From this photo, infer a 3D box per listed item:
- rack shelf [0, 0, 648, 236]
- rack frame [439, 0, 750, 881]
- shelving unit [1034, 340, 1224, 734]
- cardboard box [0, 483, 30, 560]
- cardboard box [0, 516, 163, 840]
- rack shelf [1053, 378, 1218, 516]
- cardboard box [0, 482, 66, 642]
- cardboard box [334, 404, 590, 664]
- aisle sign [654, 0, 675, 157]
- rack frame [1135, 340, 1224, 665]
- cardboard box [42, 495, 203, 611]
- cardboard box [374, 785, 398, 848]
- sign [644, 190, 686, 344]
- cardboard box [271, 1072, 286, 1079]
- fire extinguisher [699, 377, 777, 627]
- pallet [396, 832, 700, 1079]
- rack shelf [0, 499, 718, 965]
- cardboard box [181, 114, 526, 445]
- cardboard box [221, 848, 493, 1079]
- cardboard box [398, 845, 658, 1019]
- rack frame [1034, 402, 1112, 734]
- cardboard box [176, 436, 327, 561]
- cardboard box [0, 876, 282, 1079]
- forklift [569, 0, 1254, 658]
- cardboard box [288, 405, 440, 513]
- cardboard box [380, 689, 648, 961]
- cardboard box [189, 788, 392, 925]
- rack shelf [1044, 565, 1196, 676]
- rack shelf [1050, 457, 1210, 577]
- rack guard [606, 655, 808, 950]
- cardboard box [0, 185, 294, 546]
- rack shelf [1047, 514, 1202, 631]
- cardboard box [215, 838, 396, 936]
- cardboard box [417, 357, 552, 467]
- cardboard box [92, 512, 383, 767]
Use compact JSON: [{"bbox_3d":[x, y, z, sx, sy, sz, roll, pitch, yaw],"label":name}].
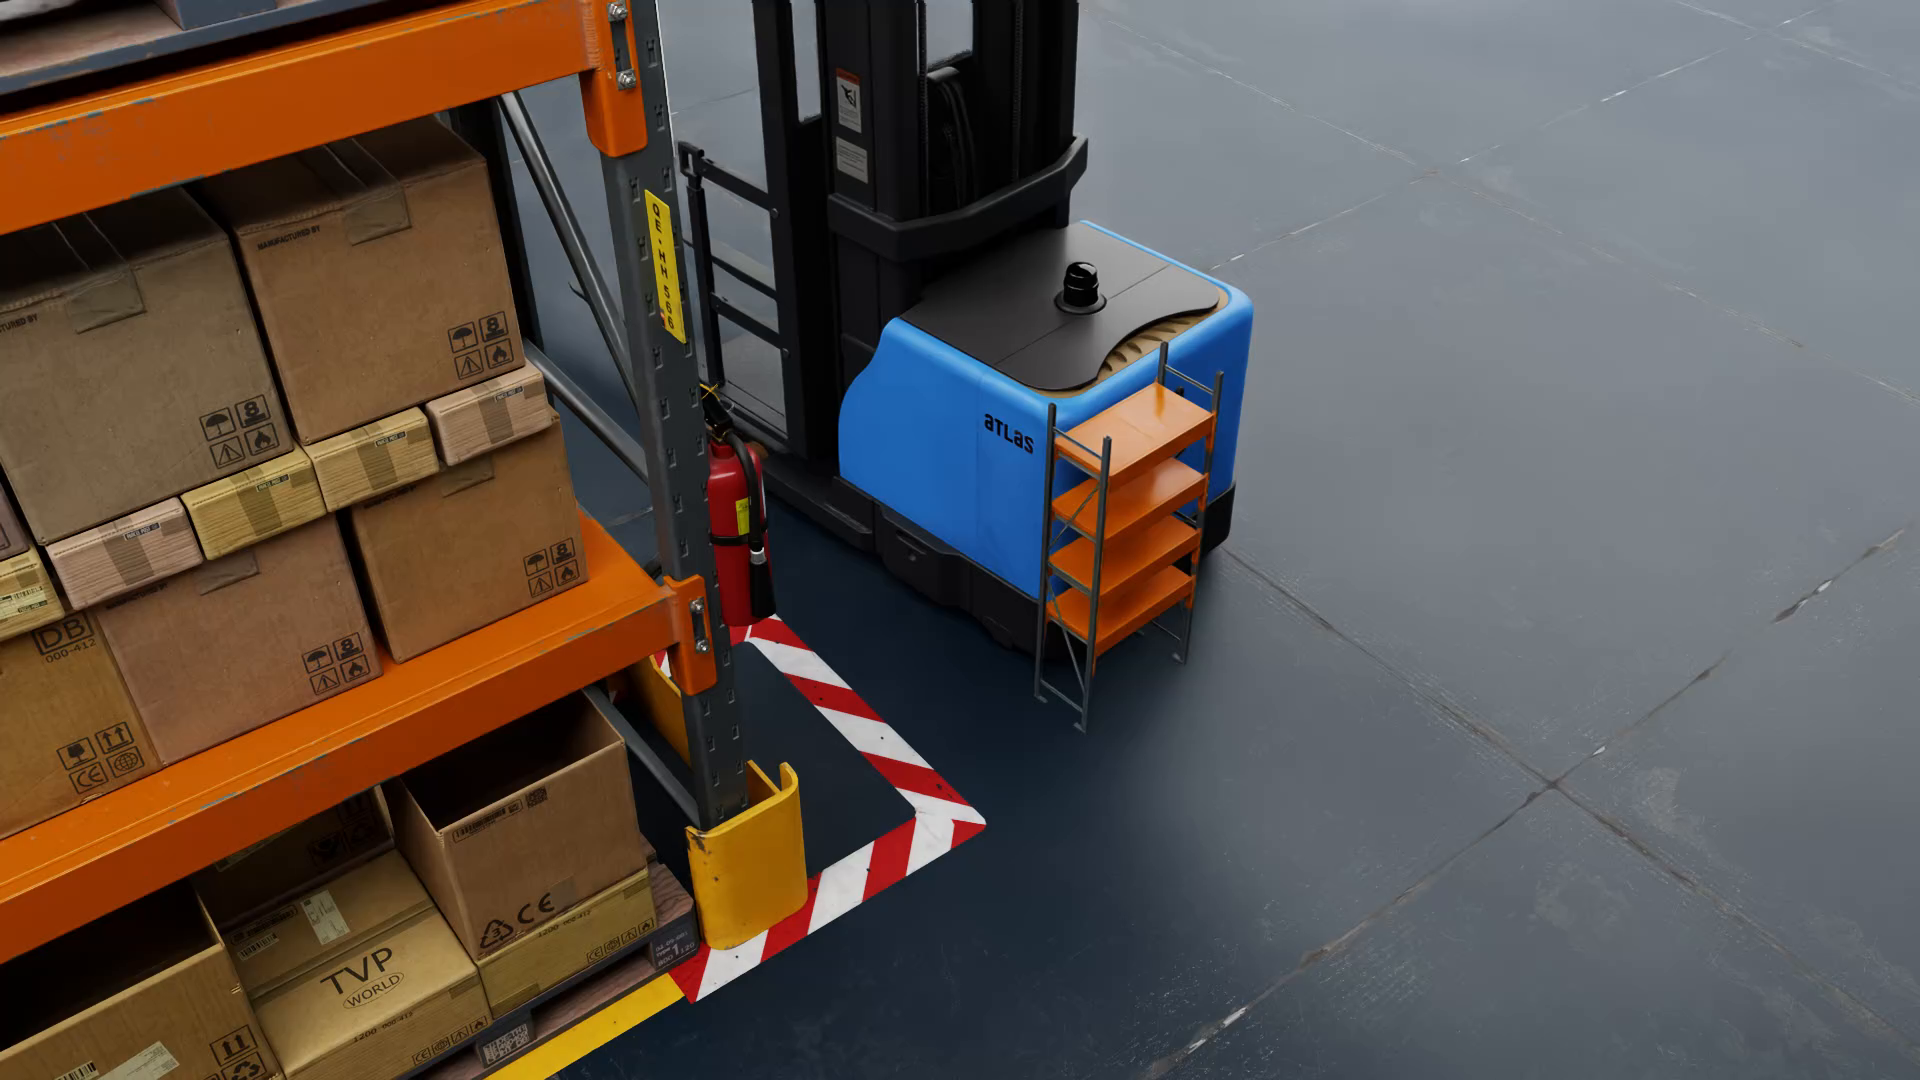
[{"bbox_3d":[-2.523,-0.417,2.595,4.000,0.370,1.077,-26,46,-28],"label":"rack shelf"},{"bbox_3d":[-0.937,-0.308,4.260,0.127,3.000,1.000,-26,46,-28],"label":"rack frame"},{"bbox_3d":[0.519,0.013,5.285,0.503,1.200,0.258,-30,49,-32],"label":"shelving unit"},{"bbox_3d":[-2.170,-0.253,3.091,0.500,0.500,0.700,-26,46,-28],"label":"cardboard box"},{"bbox_3d":[-2.126,0.222,3.536,0.500,0.500,0.700,-26,46,-28],"label":"cardboard box"},{"bbox_3d":[0.522,-0.289,5.034,0.480,0.148,0.258,-30,49,-32],"label":"rack shelf"},{"bbox_3d":[-1.942,0.045,3.240,0.250,0.149,0.380,-25,45,-27],"label":"cardboard box"},{"bbox_3d":[-1.315,-0.173,4.017,0.500,0.500,0.700,-26,46,-28],"label":"cardboard box"},{"bbox_3d":[-0.706,-1.191,3.287,0.004,0.787,0.394,-26,46,-28],"label":"aisle sign"},{"bbox_3d":[0.698,-0.092,5.414,0.015,1.200,0.240,-30,49,-32],"label":"rack frame"},{"bbox_3d":[-1.734,-0.057,3.364,0.250,0.149,0.380,-25,46,-28],"label":"cardboard box"},{"bbox_3d":[-1.498,0.688,4.883,0.500,0.250,0.500,-26,46,-28],"label":"cardboard box"},{"bbox_3d":[-0.618,-0.569,3.479,0.005,0.325,0.100,-26,46,-28],"label":"sign"},{"bbox_3d":[-1.967,1.342,4.086,0.500,0.250,0.500,-26,46,-28],"label":"cardboard box"},{"bbox_3d":[-0.560,-0.090,4.056,0.183,0.674,0.296,-26,46,-28],"label":"fire extinguisher"},{"bbox_3d":[-1.518,1.087,4.759,1.213,0.211,1.003,-26,46,-28],"label":"pallet"},{"bbox_3d":[-2.523,0.743,3.546,4.000,0.370,1.077,-26,46,-28],"label":"rack shelf"},{"bbox_3d":[-1.357,-0.654,3.580,0.500,0.500,0.700,-26,46,-28],"label":"cardboard box"},{"bbox_3d":[-1.571,1.148,4.323,0.500,0.250,0.500,-26,46,-28],"label":"cardboard box"},{"bbox_3d":[-1.182,0.949,4.565,0.500,0.250,0.500,-26,46,-28],"label":"cardboard box"},{"bbox_3d":[0.340,0.119,5.157,0.015,1.200,0.240,-30,49,-32],"label":"rack frame"},{"bbox_3d":[-1.533,-0.153,3.481,0.250,0.149,0.380,-27,46,-29],"label":"cardboard box"},{"bbox_3d":[-1.965,1.054,3.846,0.500,0.500,0.500,-26,46,-28],"label":"cardboard box"},{"bbox_3d":[-0.400,-1.559,5.839,3.031,2.935,1.130,32,49,33],"label":"forklift"},{"bbox_3d":[-1.331,-0.252,3.602,0.250,0.149,0.380,-25,45,-27],"label":"cardboard box"},{"bbox_3d":[-1.181,0.660,4.326,0.500,0.500,0.500,-26,46,-28],"label":"cardboard box"},{"bbox_3d":[-1.893,0.592,4.408,0.500,0.500,0.500,-26,46,-28],"label":"cardboard box"},{"bbox_3d":[0.517,0.218,5.455,0.480,0.148,0.258,-30,49,-32],"label":"rack shelf"},{"bbox_3d":[0.520,-0.107,5.185,0.480,0.148,0.258,-30,49,-32],"label":"rack shelf"},{"bbox_3d":[-0.918,0.649,5.065,0.348,0.500,1.175,-26,46,-28],"label":"rack guard"},{"bbox_3d":[-1.771,-0.448,3.329,0.500,0.500,0.700,-27,47,-29],"label":"cardboard box"},{"bbox_3d":[0.519,0.065,5.328,0.480,0.148,0.258,-30,49,-32],"label":"rack shelf"},{"bbox_3d":[-1.892,0.883,4.645,0.500,0.250,0.500,-26,46,-28],"label":"cardboard box"},{"bbox_3d":[-1.124,-0.354,3.726,0.250,0.149,0.380,-27,46,-29],"label":"cardboard box"},{"bbox_3d":[-1.729,0.033,3.766,0.500,0.500,0.700,-25,45,-27],"label":"cardboard box"}]
